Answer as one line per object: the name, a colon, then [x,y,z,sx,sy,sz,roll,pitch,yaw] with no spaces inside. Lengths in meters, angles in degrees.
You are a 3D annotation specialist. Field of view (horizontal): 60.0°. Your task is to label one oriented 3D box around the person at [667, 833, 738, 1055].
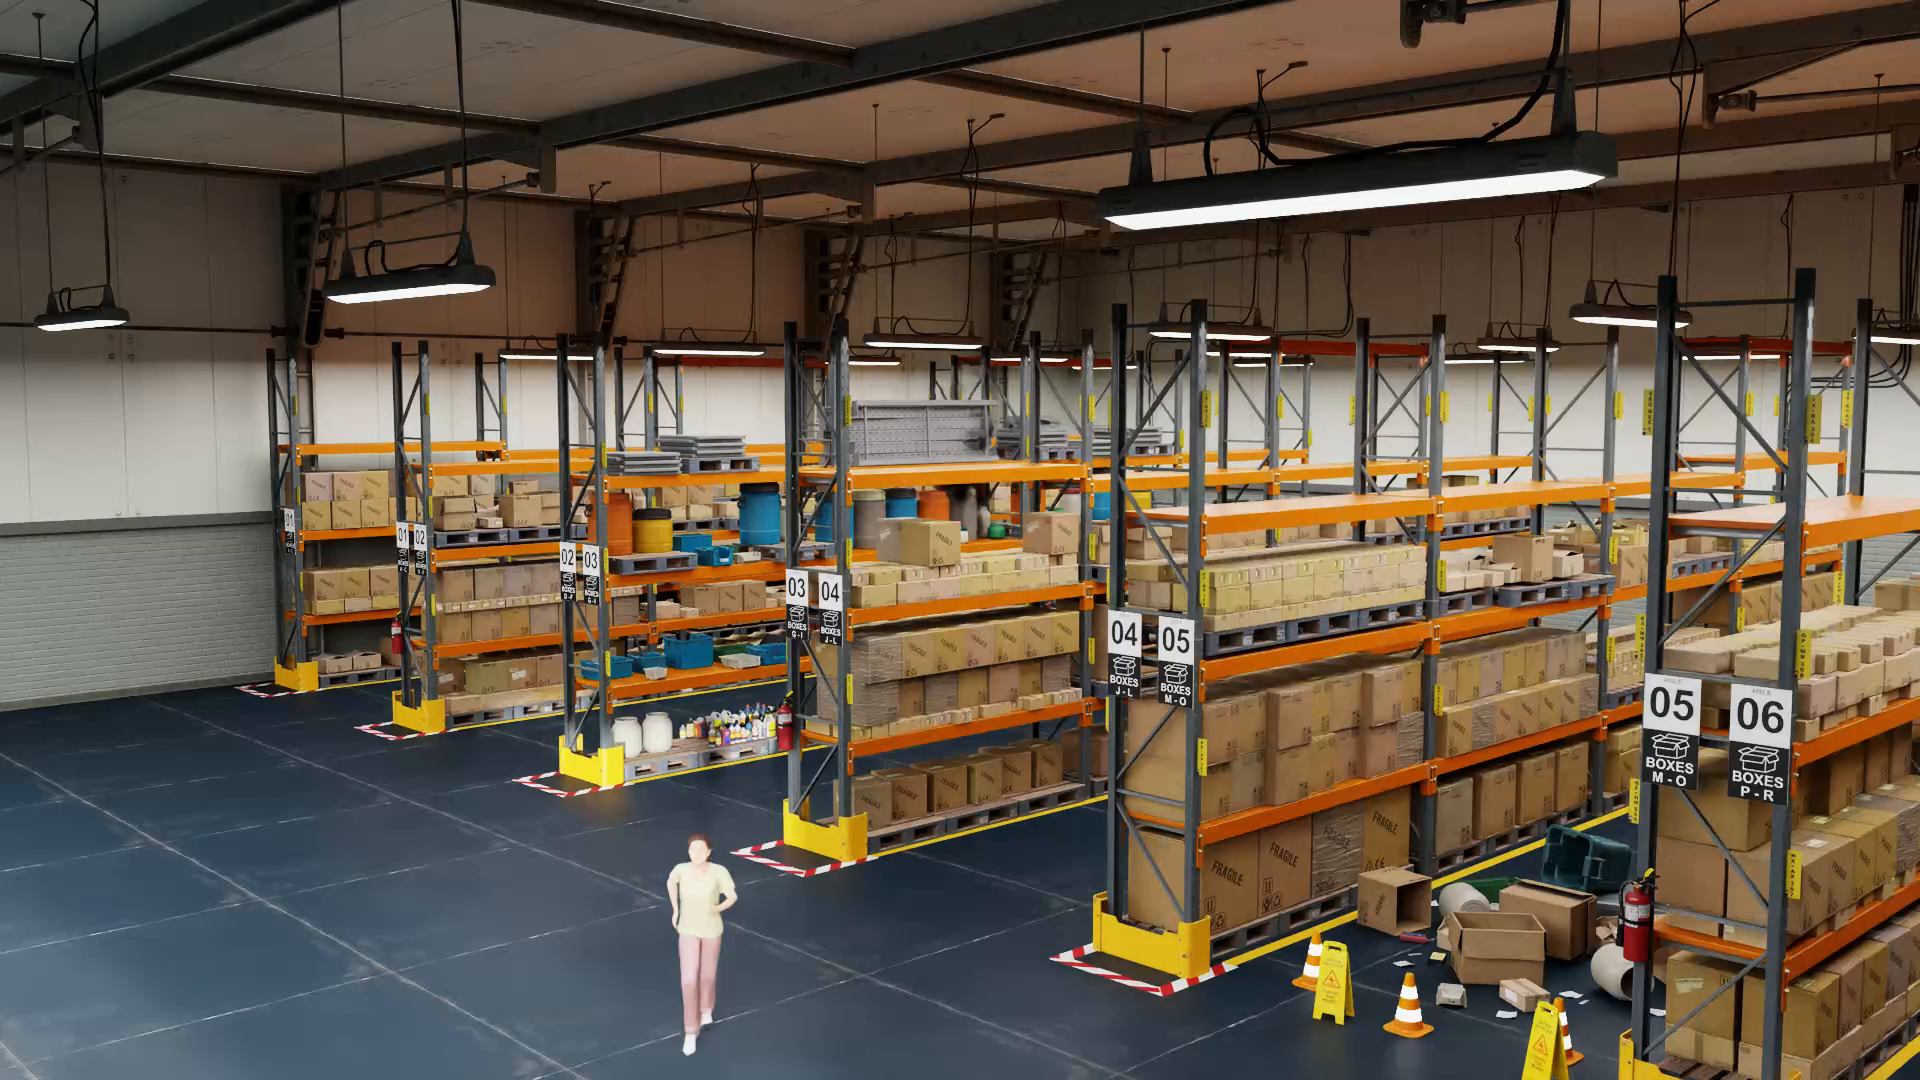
person: [-2.067,3.186,13.364,0.563,1.725,0.744,-1,5,-8]
